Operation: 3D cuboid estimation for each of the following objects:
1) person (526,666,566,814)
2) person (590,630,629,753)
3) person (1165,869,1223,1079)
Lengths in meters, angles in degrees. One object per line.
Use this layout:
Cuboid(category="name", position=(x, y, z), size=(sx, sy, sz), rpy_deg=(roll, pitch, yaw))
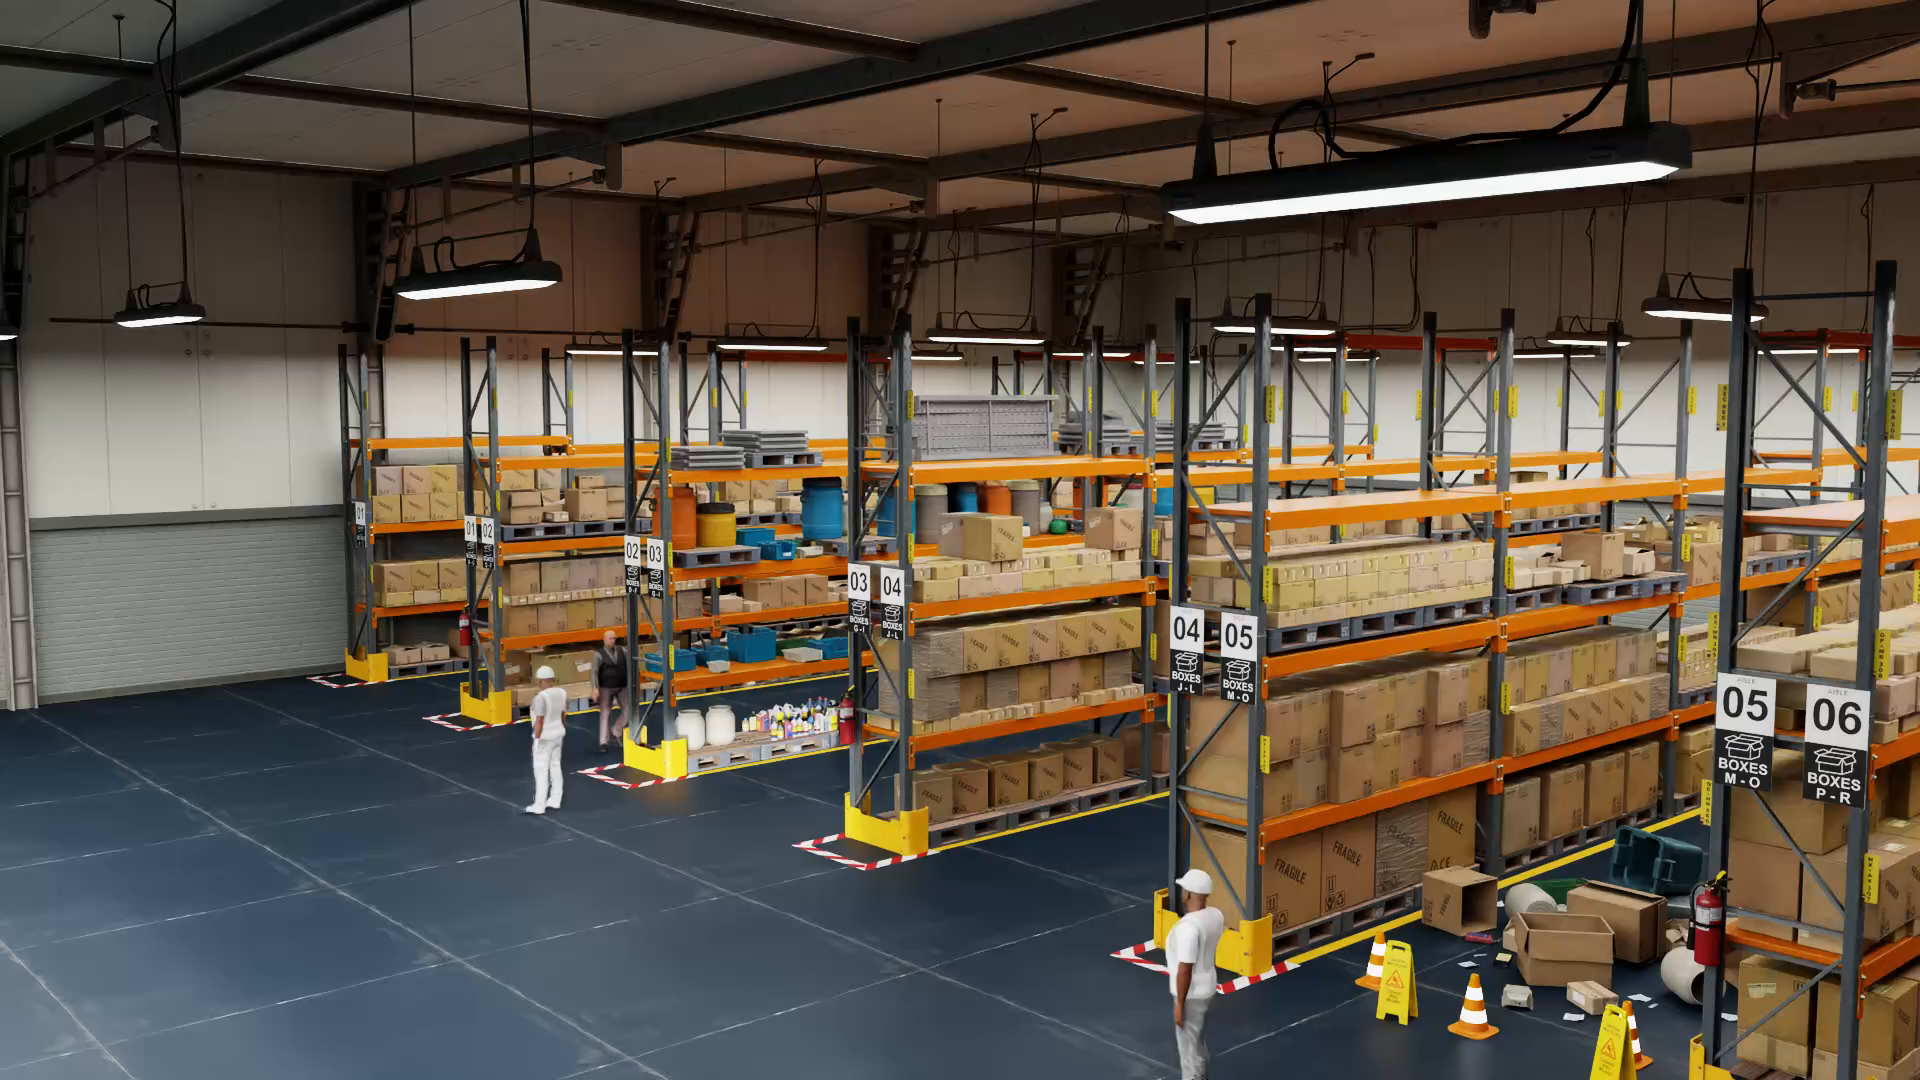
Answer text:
Cuboid(category="person", position=(-5.101, 2.434, 20.465), size=(0.435, 1.788, 0.598), rpy_deg=(2, 5, 19))
Cuboid(category="person", position=(-5.003, 2.165, 23.953), size=(0.670, 1.734, 0.498), rpy_deg=(-3, 6, -30))
Cuboid(category="person", position=(1.641, 3.215, 11.846), size=(0.424, 1.771, 0.625), rpy_deg=(1, 5, 16))
